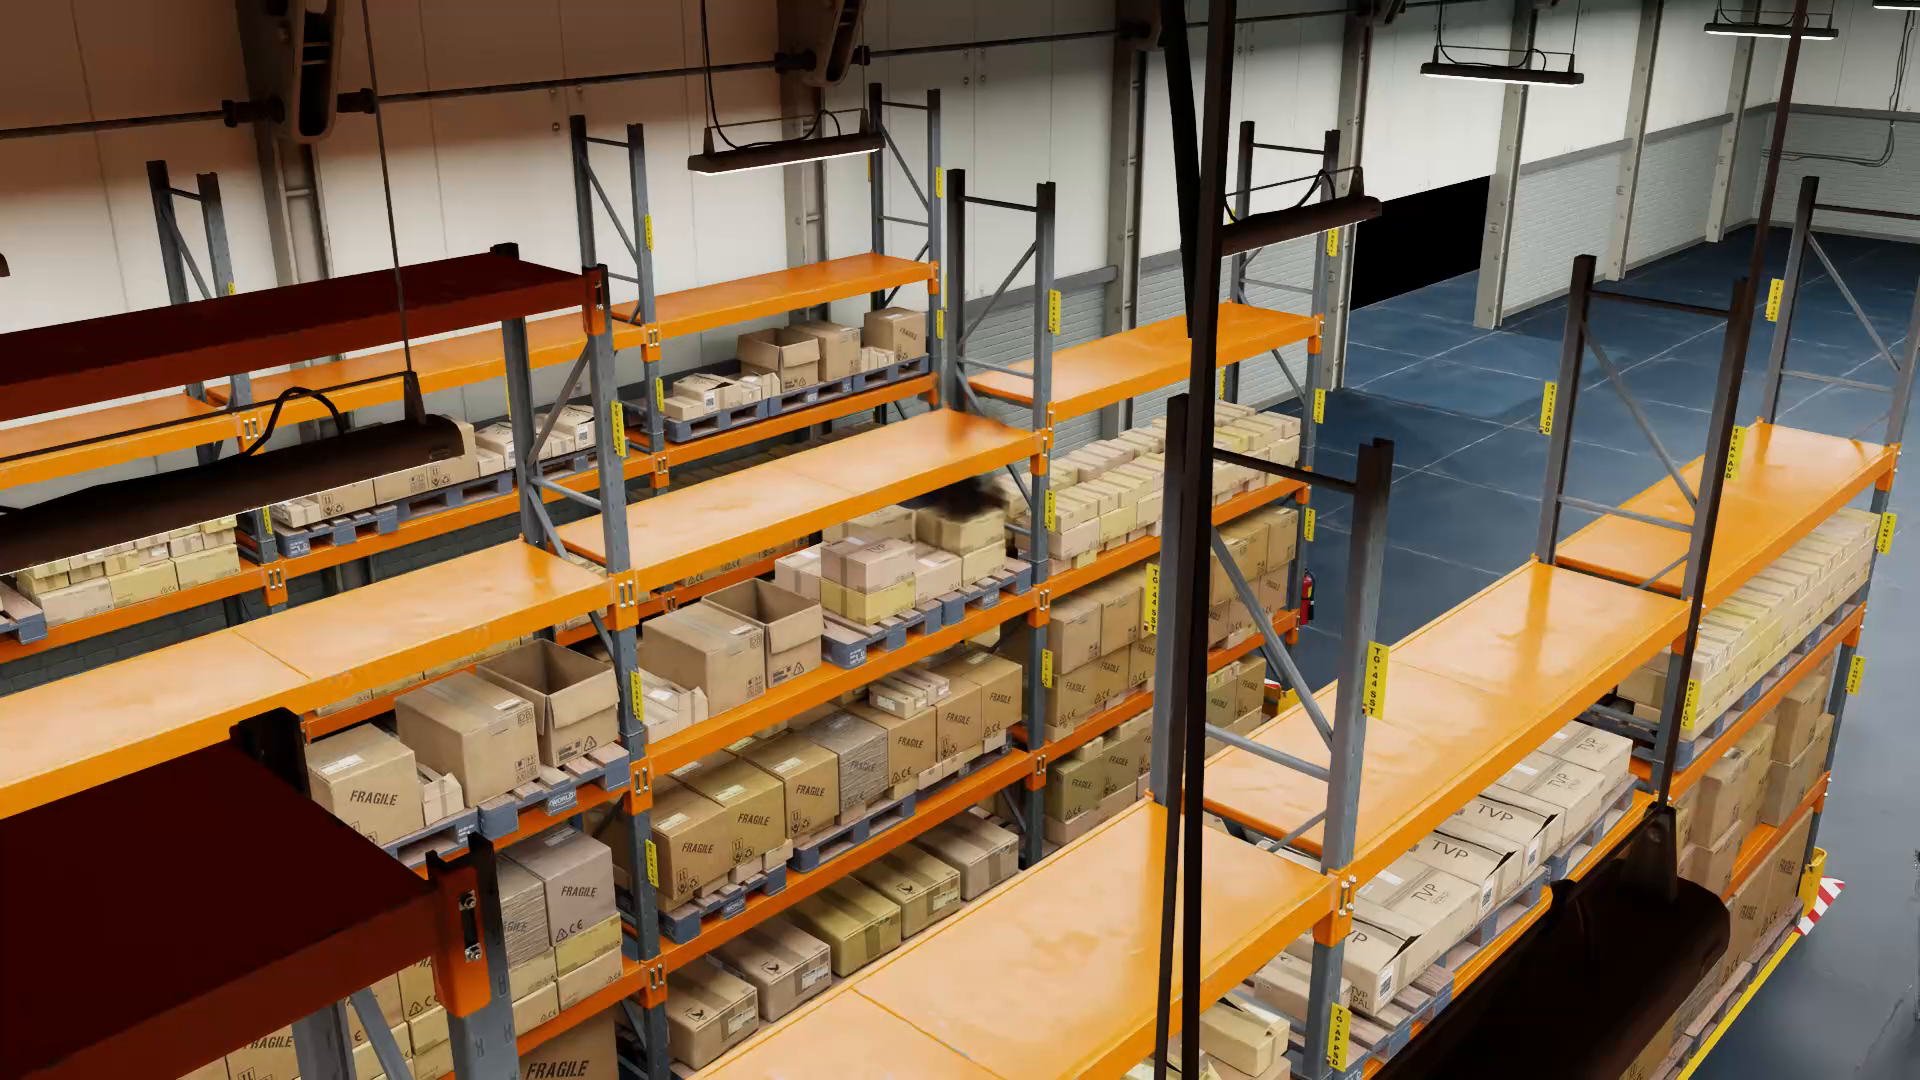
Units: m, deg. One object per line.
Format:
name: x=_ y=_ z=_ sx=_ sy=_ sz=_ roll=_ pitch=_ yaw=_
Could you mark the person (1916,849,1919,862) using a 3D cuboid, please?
person: x=7.604 y=2.751 z=12.781 sx=0.567 sy=1.606 sz=0.823 roll=15 pitch=26 yaw=34
